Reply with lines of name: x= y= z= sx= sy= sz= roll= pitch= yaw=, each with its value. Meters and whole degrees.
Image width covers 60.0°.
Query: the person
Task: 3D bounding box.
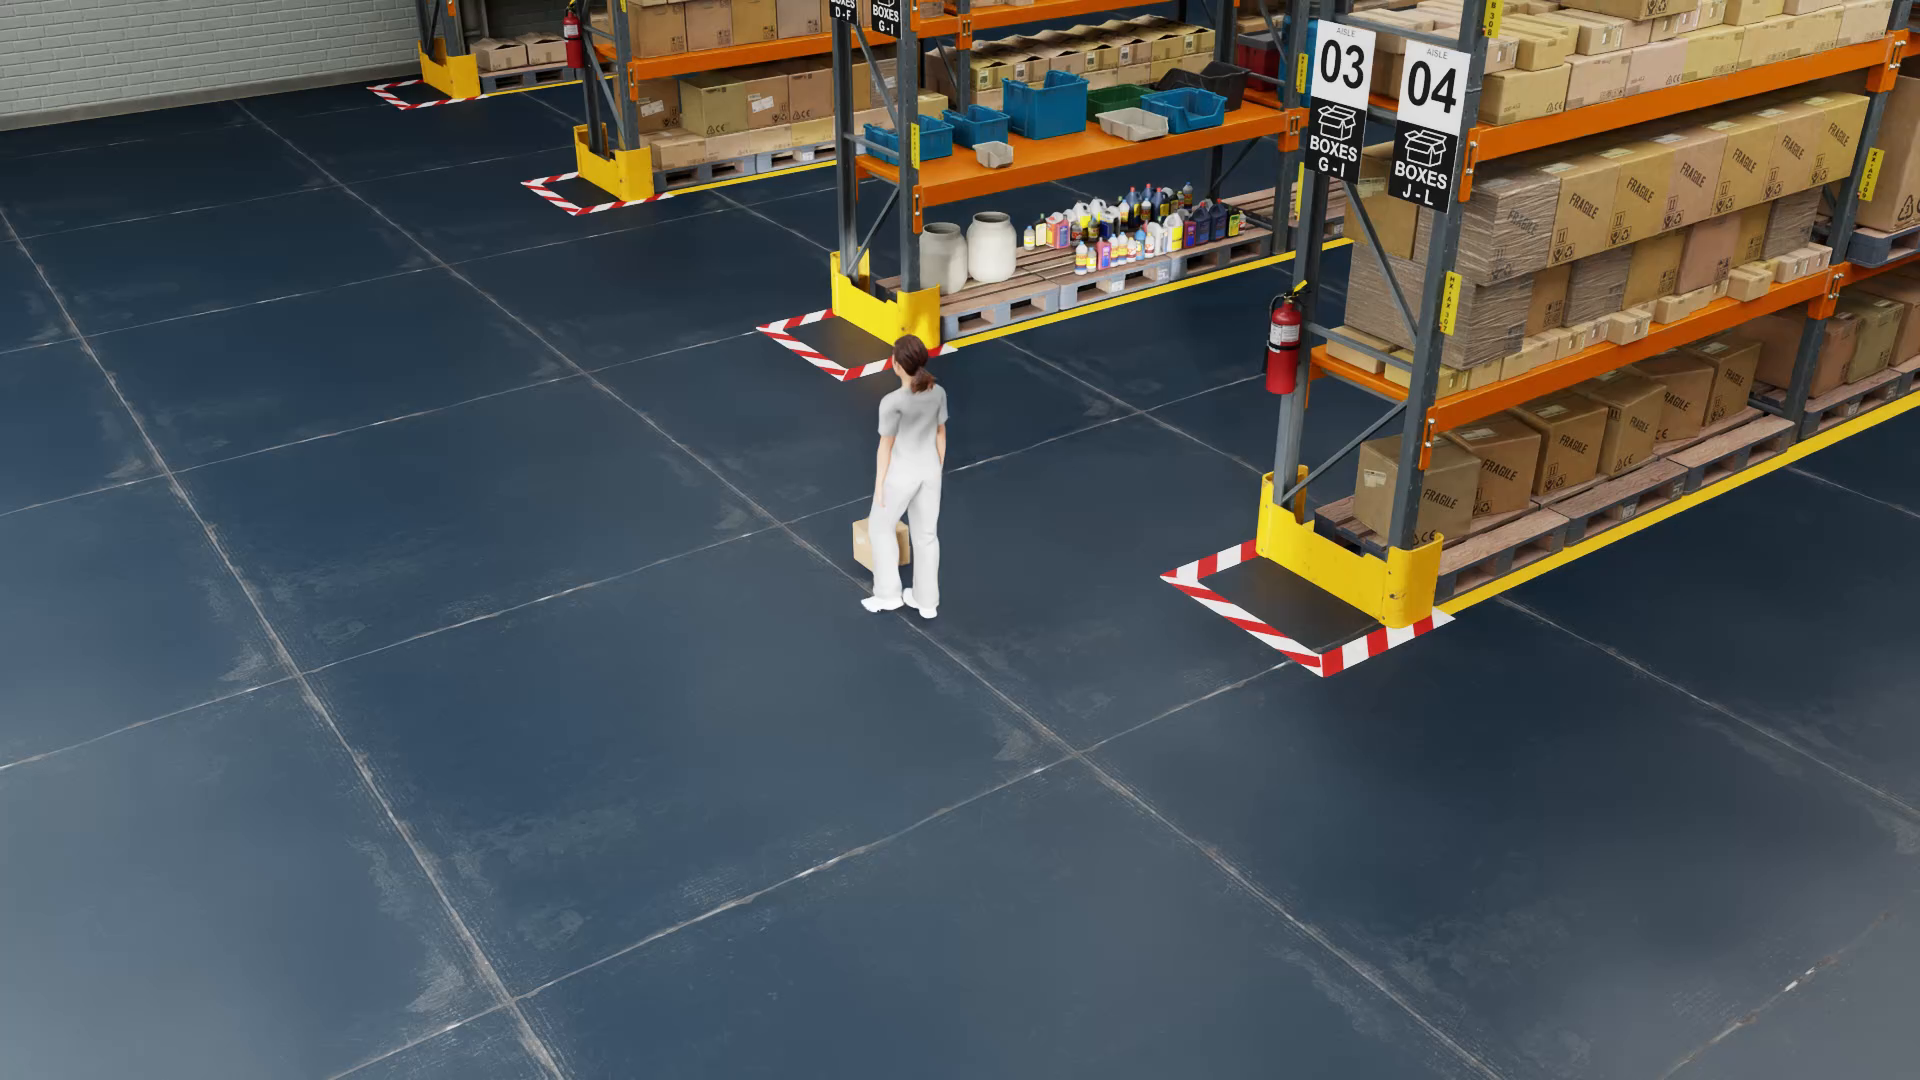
person: x=-0.294 y=-0.337 z=9.266 sx=0.457 sy=1.716 sz=0.432 roll=-18 pitch=33 yaw=-29
